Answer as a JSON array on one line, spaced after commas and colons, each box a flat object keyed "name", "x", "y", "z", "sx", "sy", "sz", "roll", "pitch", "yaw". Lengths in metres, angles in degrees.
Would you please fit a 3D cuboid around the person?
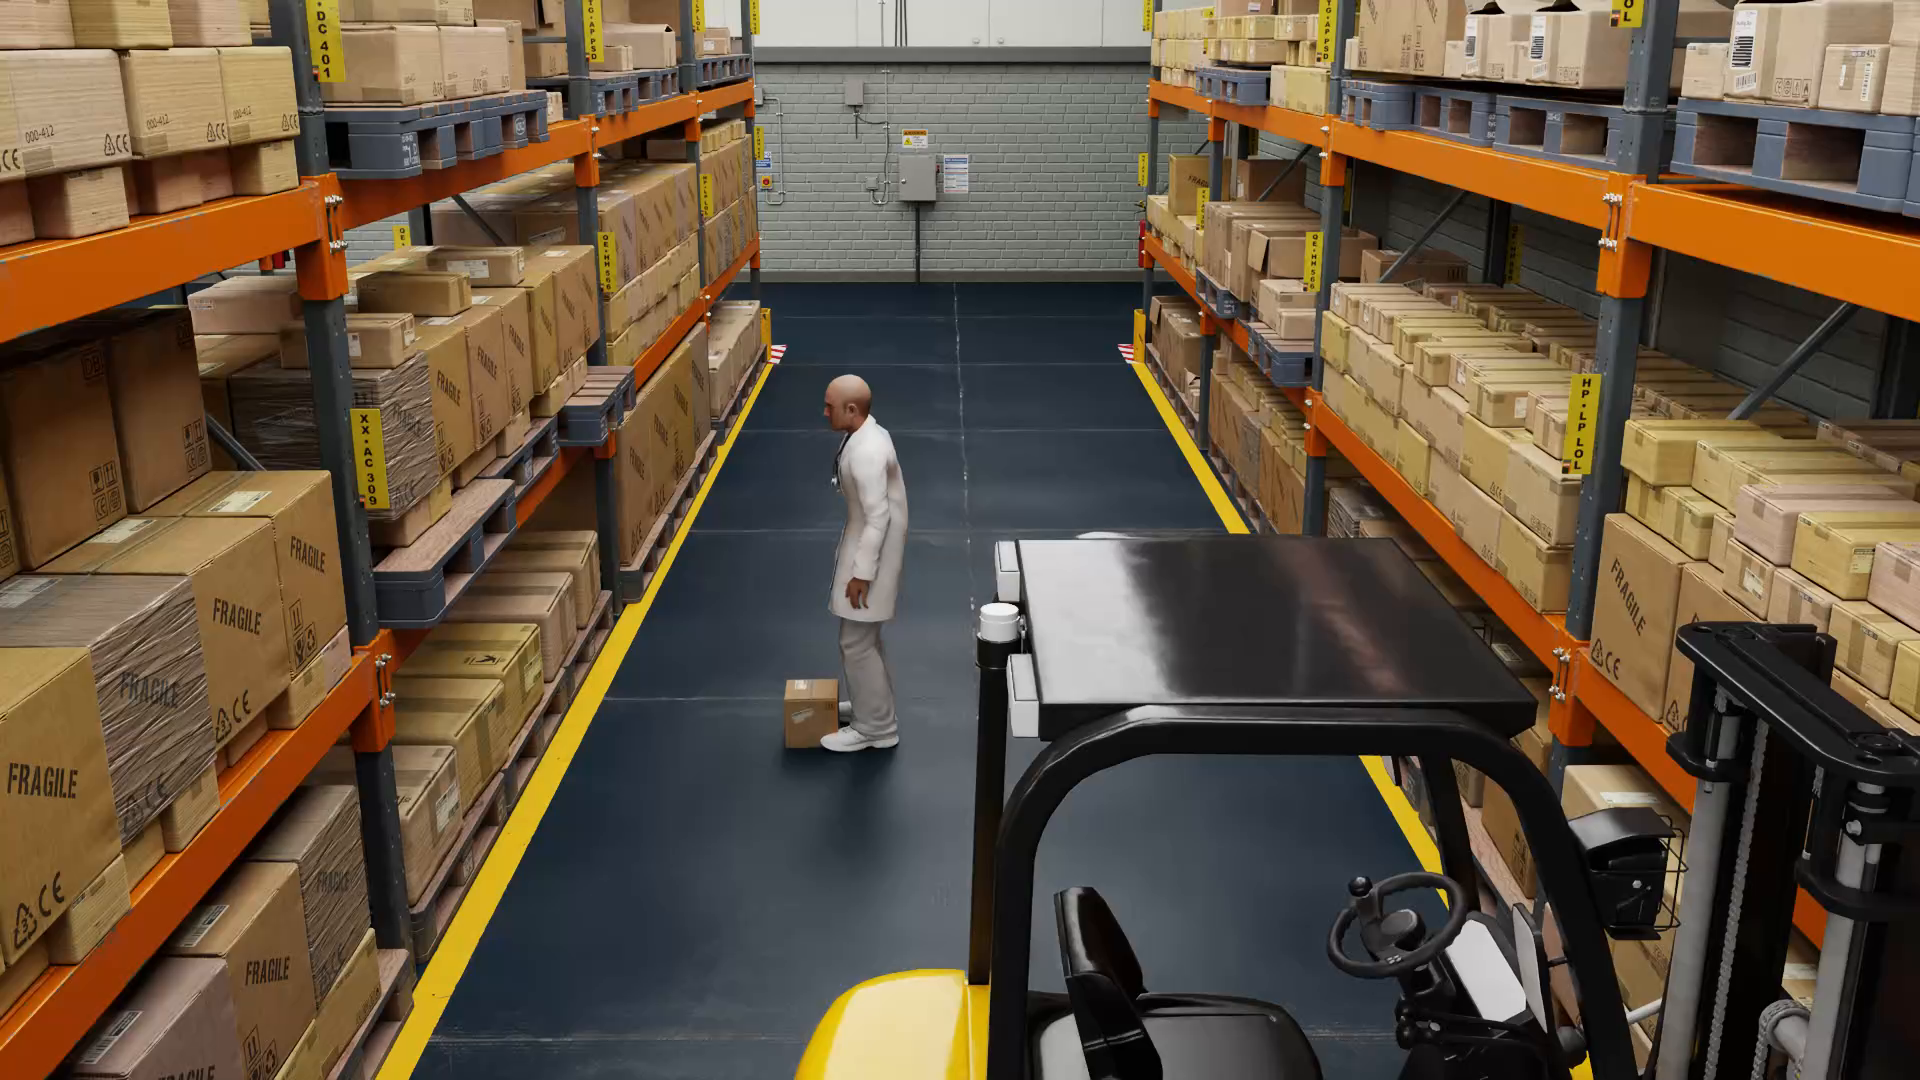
[{"name": "person", "x": -0.455, "y": 0.102, "z": 7.737, "sx": 0.429, "sy": 1.772, "sz": 0.648, "roll": -1, "pitch": 17, "yaw": -4}]
